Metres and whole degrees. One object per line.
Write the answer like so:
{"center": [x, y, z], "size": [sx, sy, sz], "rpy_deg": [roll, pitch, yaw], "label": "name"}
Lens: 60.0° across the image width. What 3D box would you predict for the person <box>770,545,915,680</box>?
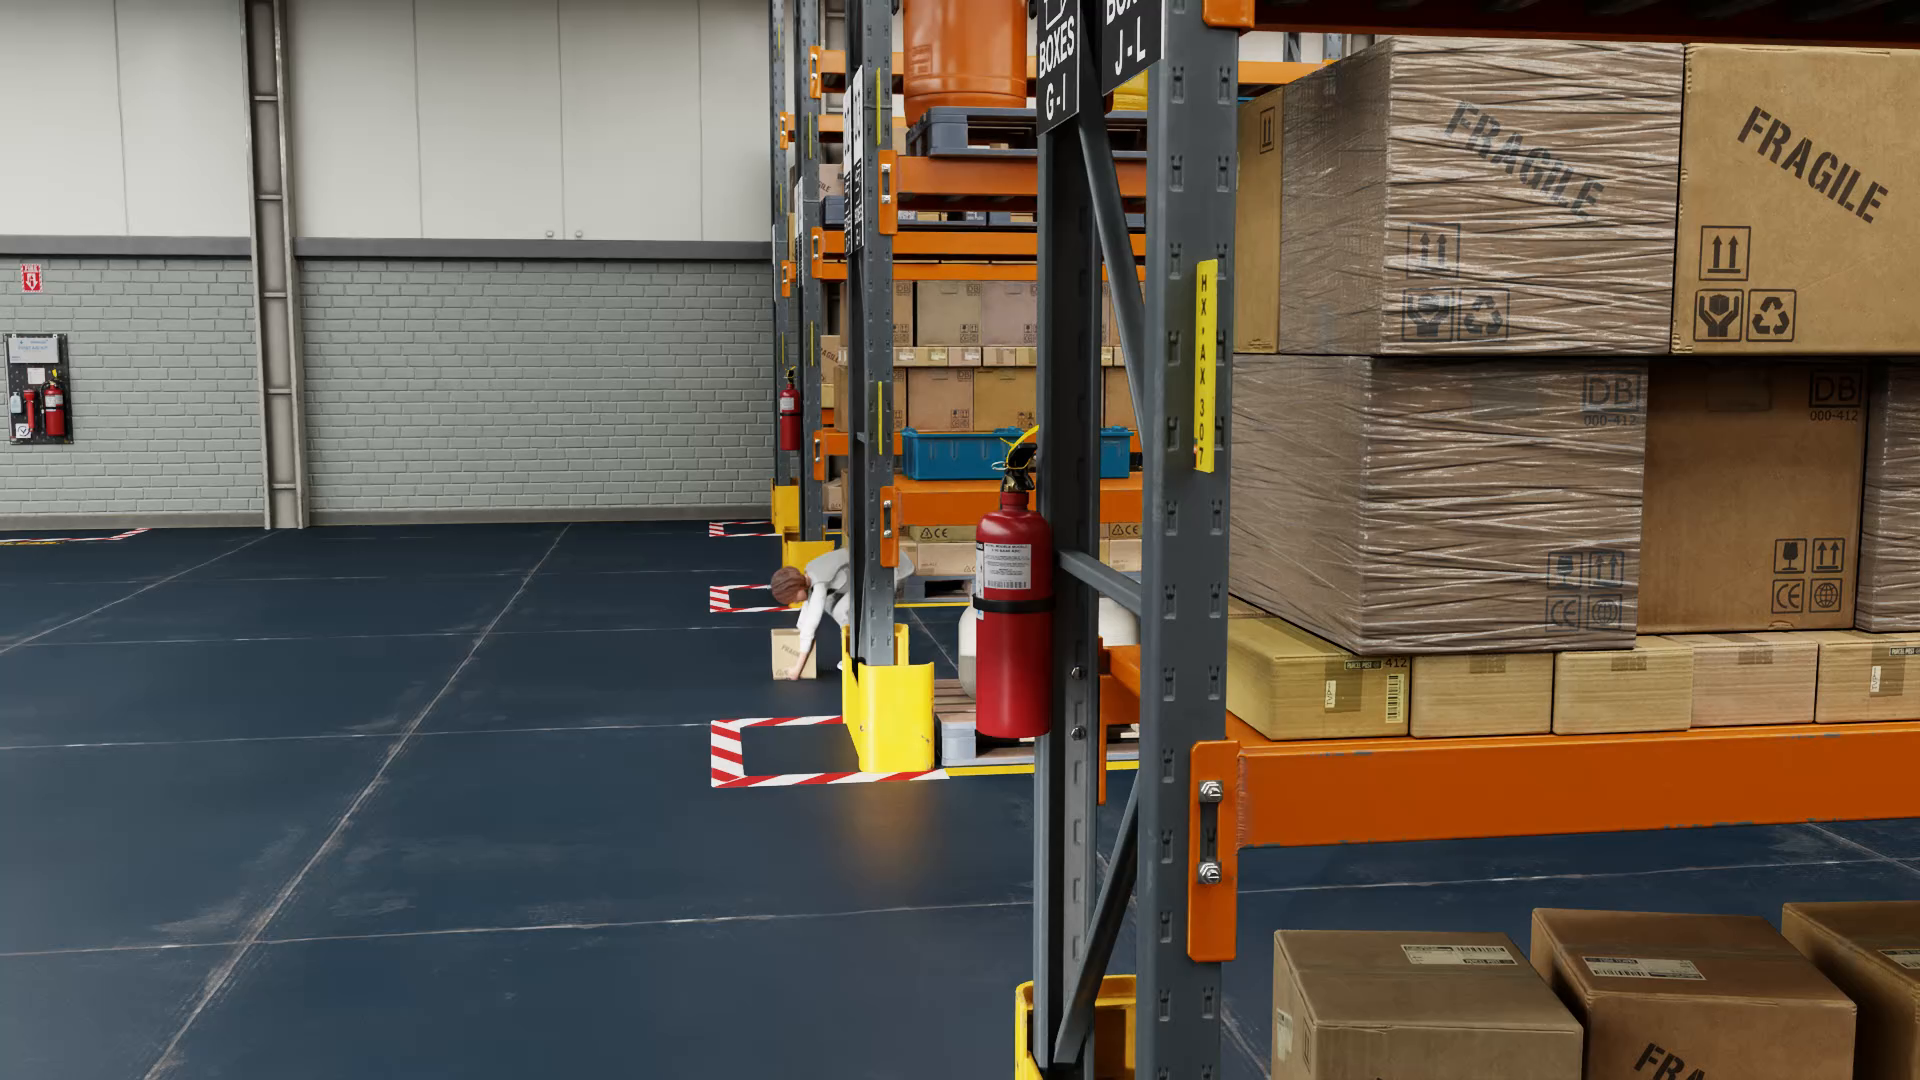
{"center": [-0.699, 0.411, 9.945], "size": [0.862, 0.816, 0.428], "rpy_deg": [-1, 7, -11], "label": "person"}
